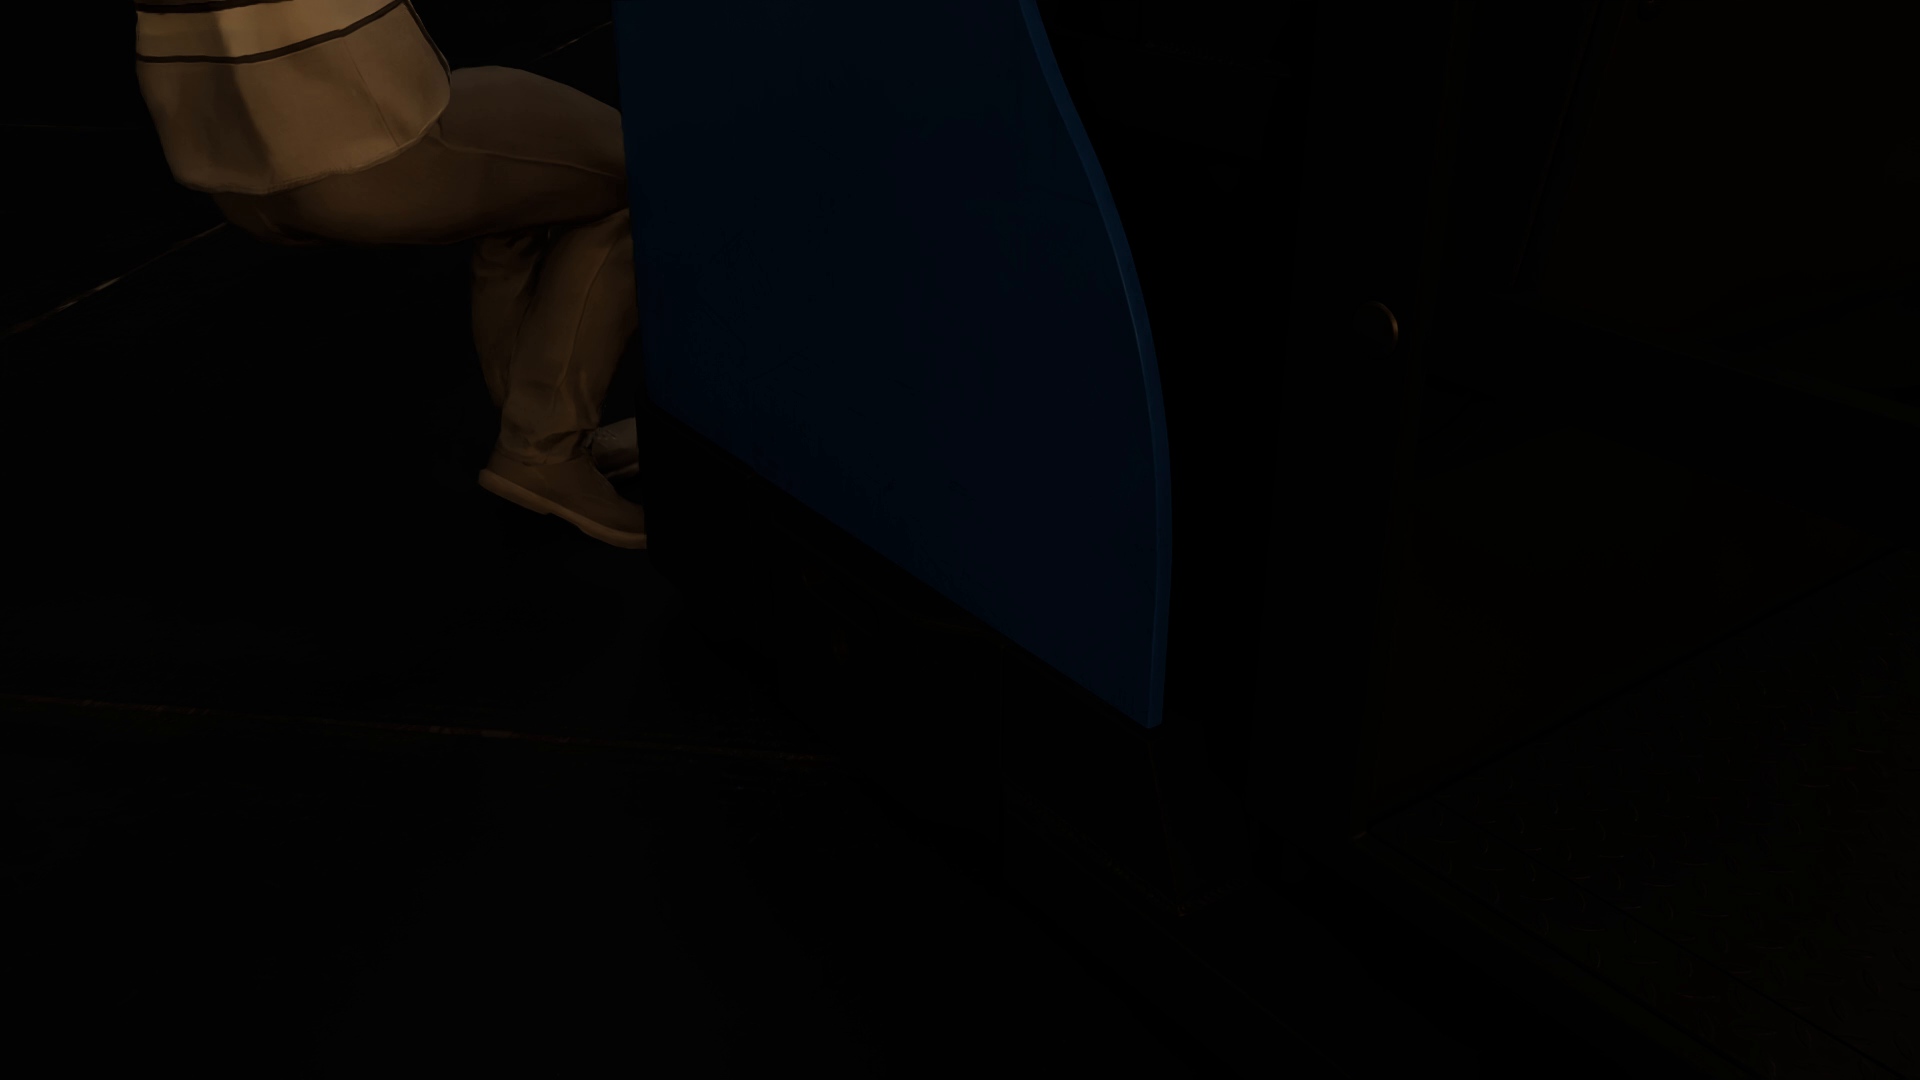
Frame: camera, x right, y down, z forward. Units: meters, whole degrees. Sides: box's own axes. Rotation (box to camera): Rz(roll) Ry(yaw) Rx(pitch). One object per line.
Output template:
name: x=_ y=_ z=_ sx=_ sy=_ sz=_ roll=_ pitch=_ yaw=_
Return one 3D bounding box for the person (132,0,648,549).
person: x=-0.619 y=-0.627 z=2.103 sx=1.009 sy=1.463 sz=0.786 roll=16 pitch=31 yaw=30

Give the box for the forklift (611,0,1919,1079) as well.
forklift: x=0.846 y=-0.837 z=0.894 sx=1.130 sy=2.935 sz=3.031 roll=-18 pitch=32 yaw=-32
